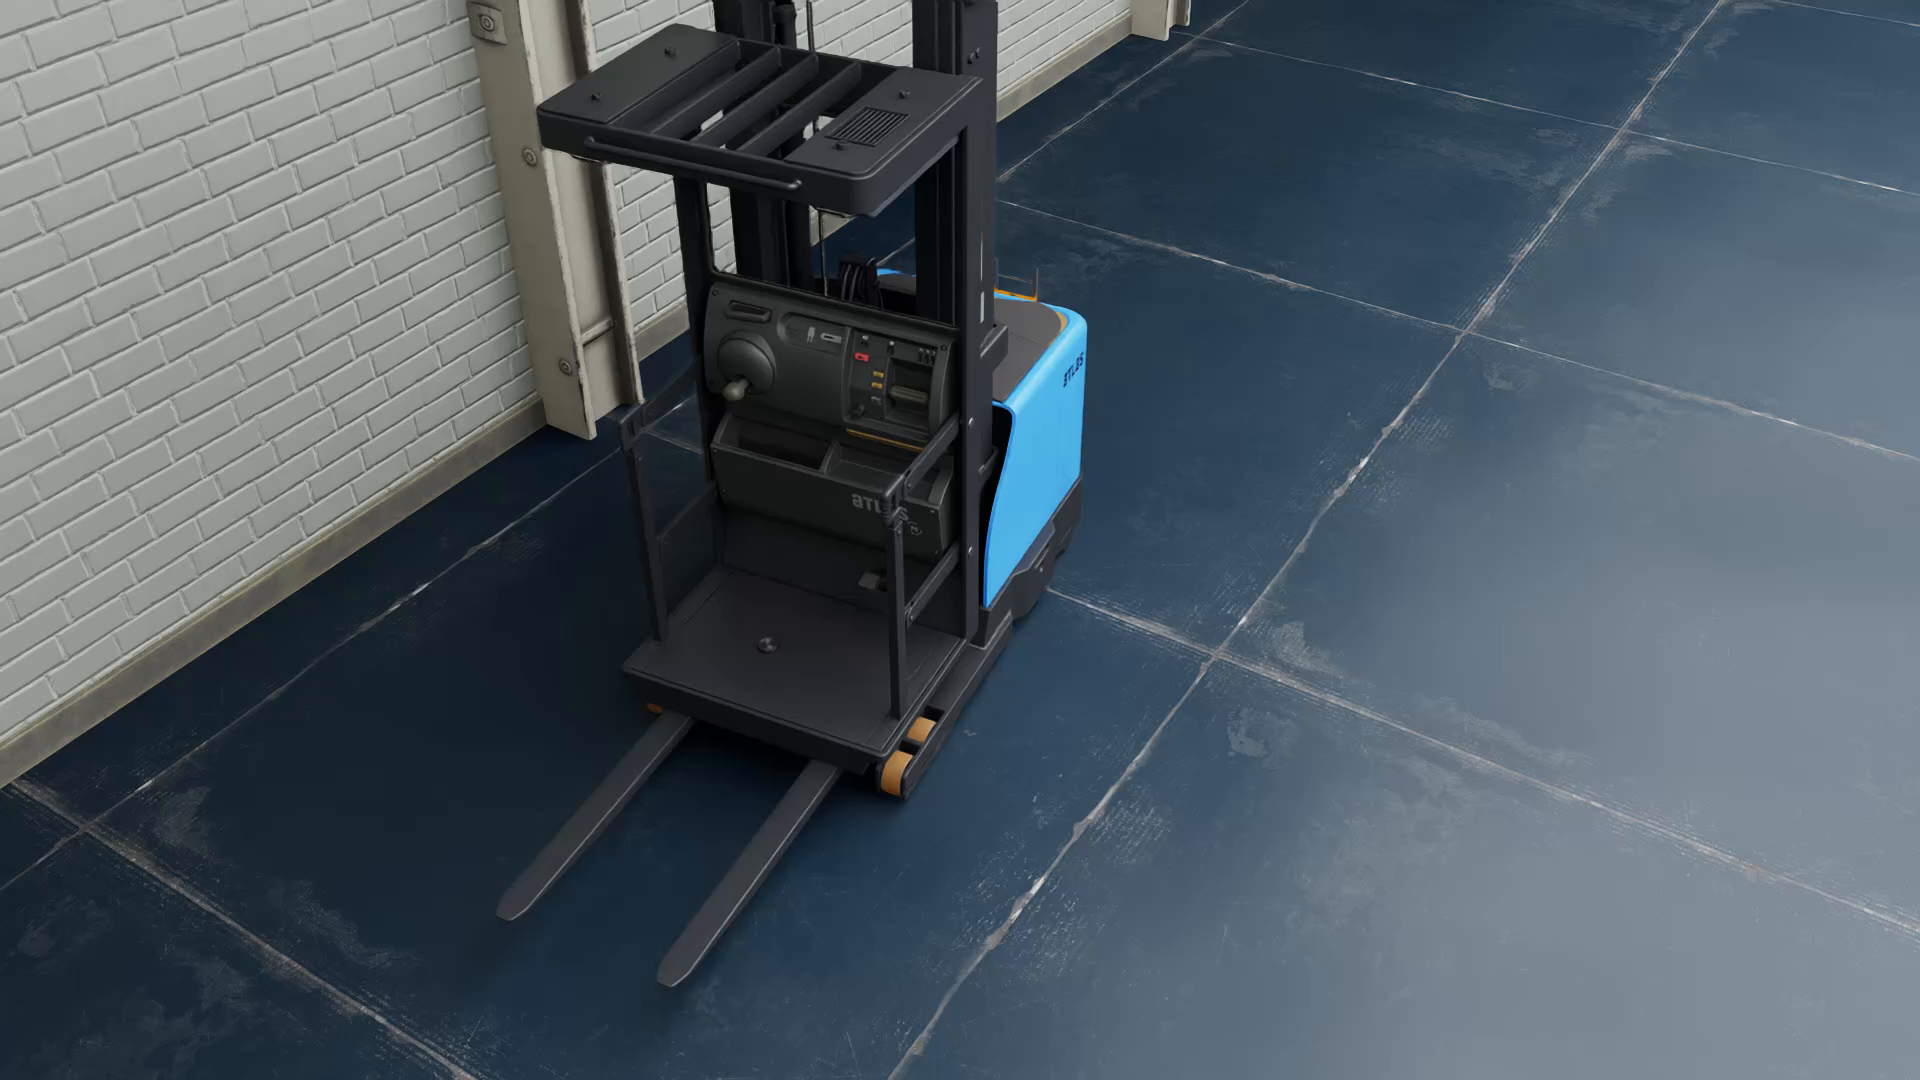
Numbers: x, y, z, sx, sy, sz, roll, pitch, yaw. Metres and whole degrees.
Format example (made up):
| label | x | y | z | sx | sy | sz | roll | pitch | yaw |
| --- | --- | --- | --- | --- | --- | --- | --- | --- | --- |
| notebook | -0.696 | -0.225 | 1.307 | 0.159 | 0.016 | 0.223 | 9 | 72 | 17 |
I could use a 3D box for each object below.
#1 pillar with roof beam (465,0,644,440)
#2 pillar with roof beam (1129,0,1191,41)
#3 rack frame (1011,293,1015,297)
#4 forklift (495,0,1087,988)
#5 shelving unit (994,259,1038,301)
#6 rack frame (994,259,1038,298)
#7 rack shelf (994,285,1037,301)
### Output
| label | x | y | z | sx | sy | sz | roll | pitch | yaw |
| --- | --- | --- | --- | --- | --- | --- | --- | --- | --- |
| pillar with roof beam | 1.860 | -2.778 | 3.483 | 9.100 | 9.000 | 0.400 | 21 | 42 | 25 |
| pillar with roof beam | 5.075 | -5.871 | 7.496 | 9.100 | 9.000 | 0.400 | 21 | 42 | 25 |
| rack frame | 0.134 | -0.622 | 7.197 | 0.200 | 1.050 | 0.008 | 16 | 40 | 19 |
| forklift | -0.551 | -0.534 | 5.542 | 1.130 | 2.935 | 3.031 | 16 | 40 | 19 |
| shelving unit | 0.186 | -0.689 | 7.284 | 0.215 | 1.050 | 0.252 | 16 | 40 | 19 |
| rack frame | 0.237 | -0.757 | 7.372 | 0.200 | 1.050 | 0.008 | 16 | 40 | 19 |
| rack shelf | 0.186 | -0.906 | 7.118 | 0.215 | 0.259 | 0.240 | 16 | 40 | 19 |
